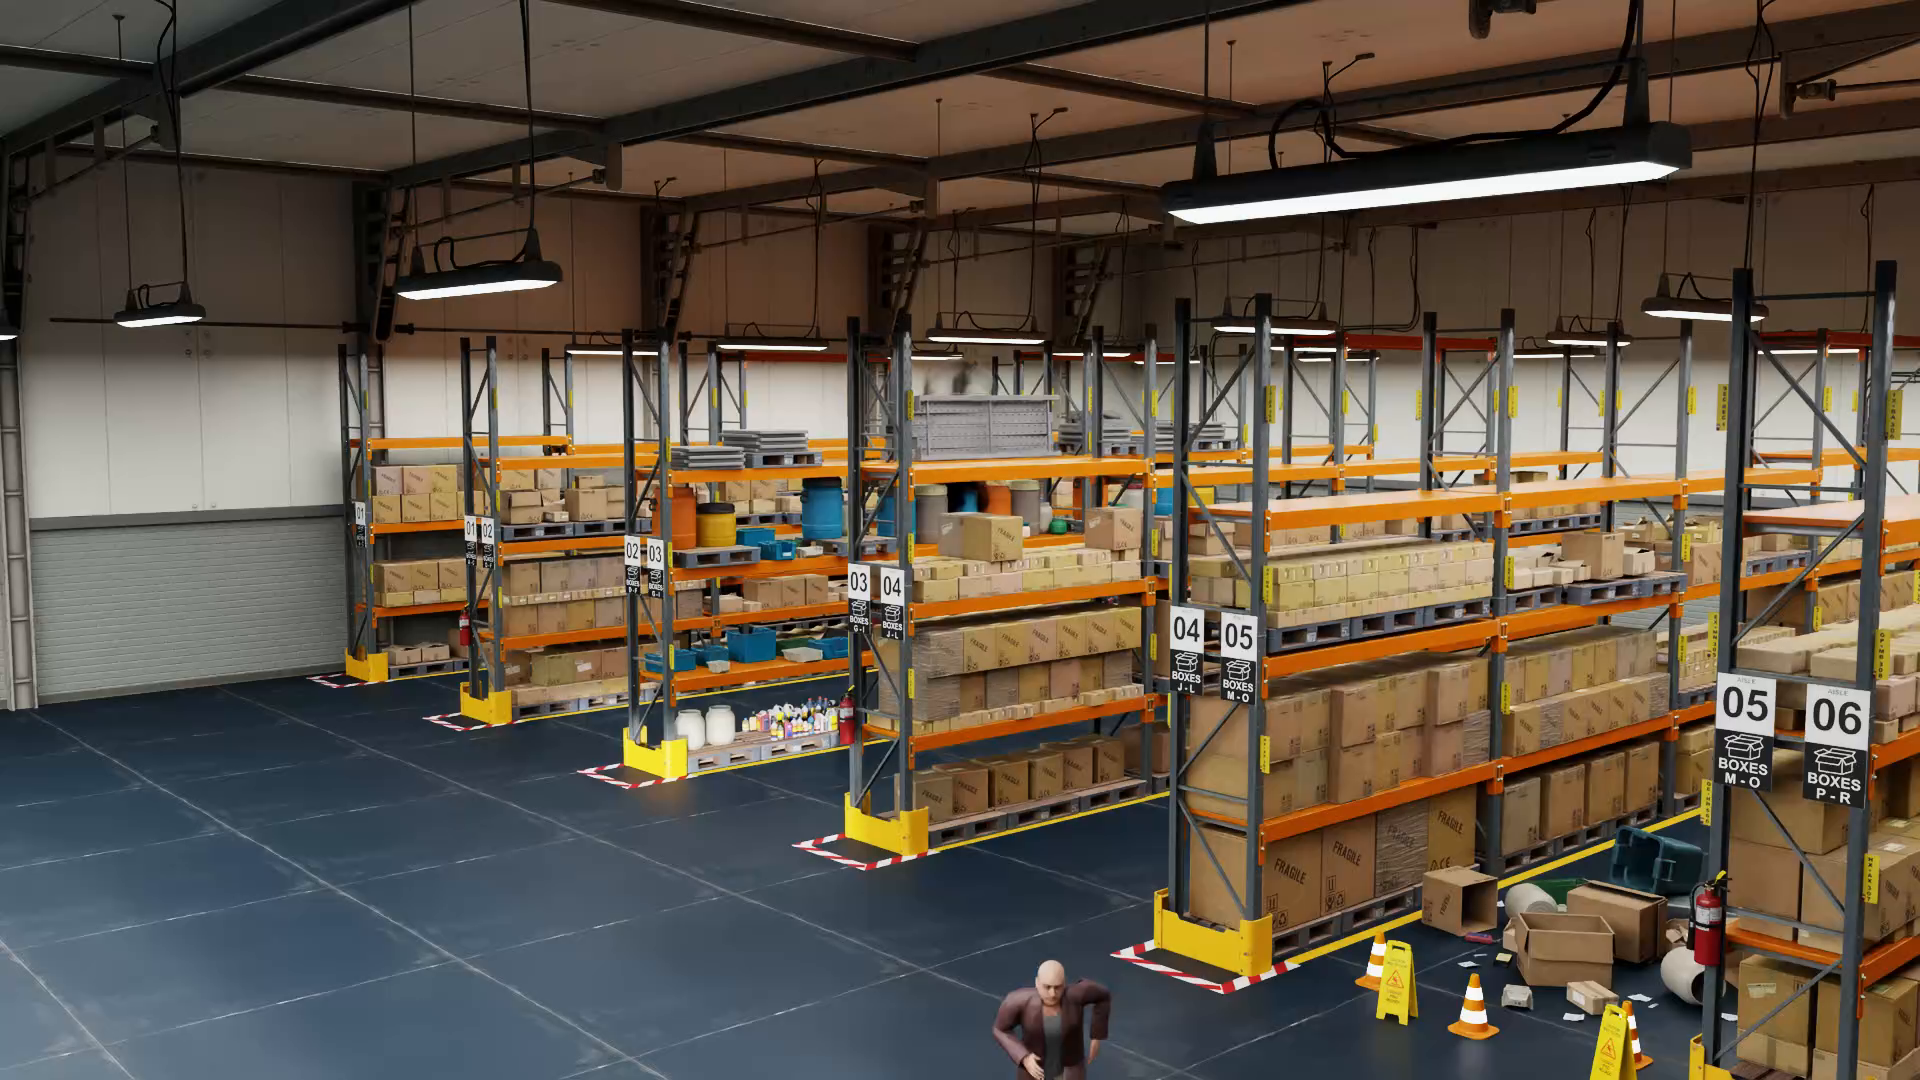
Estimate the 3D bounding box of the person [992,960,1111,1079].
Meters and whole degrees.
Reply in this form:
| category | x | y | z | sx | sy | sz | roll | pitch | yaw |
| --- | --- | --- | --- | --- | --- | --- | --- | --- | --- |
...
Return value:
| category | x | y | z | sx | sy | sz | roll | pitch | yaw |
| --- | --- | --- | --- | --- | --- | --- | --- | --- | --- |
| person | 0.572 | 3.399 | 10.587 | 0.755 | 1.743 | 1.064 | 0 | 5 | -1 |
